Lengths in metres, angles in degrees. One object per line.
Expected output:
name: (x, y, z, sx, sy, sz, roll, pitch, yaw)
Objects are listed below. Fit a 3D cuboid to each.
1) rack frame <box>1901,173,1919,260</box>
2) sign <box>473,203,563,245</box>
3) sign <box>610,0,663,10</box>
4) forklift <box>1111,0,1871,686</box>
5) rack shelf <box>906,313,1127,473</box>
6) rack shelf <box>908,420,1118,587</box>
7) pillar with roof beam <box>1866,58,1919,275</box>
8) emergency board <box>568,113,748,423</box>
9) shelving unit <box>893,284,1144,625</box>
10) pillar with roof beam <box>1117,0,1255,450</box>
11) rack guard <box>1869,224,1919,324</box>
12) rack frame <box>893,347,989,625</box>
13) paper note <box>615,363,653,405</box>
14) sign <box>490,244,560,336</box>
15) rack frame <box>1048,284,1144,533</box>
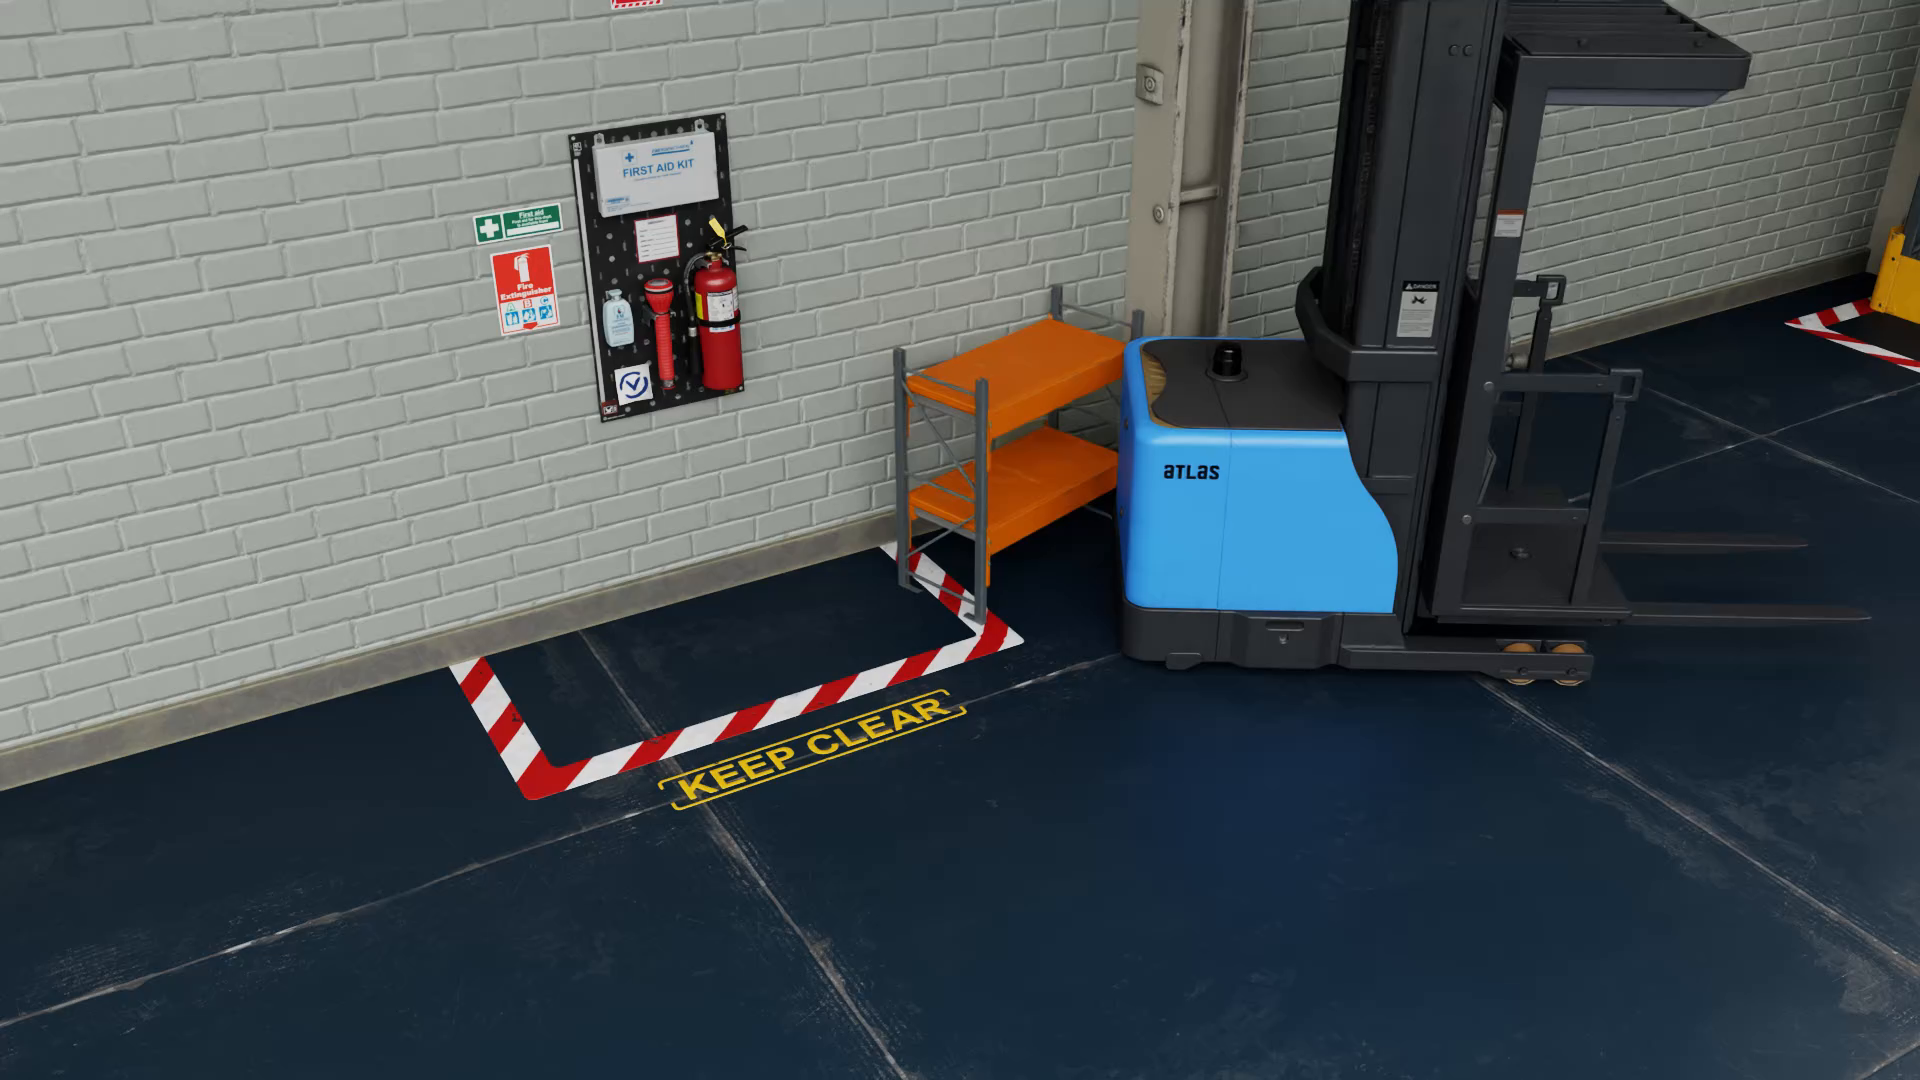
rack frame: (6.033, -2.553, 9.272, 0.127, 3.000, 1.000, -16, 33, -26)
sign: (-1.645, -1.180, 6.198, 0.331, 0.109, 0.001, -16, 33, -26)
sign: (-1.182, -2.082, 6.018, 0.199, 0.298, 0.001, -16, 33, -26)
forklift: (2.183, -0.960, 6.456, 3.031, 2.935, 1.130, 1, 29, 2)
rack shelf: (0.263, -0.653, 7.164, 0.538, 0.278, 1.000, 24, 37, 36)
rack shelf: (0.263, -0.183, 7.423, 0.538, 0.278, 1.000, 24, 37, 36)
pillar with roof beam: (8.380, -3.918, 5.536, 0.400, 9.000, 9.100, -16, 33, -26)
emergency board: (-1.124, -1.027, 6.507, 0.643, 1.169, 0.194, -16, 33, -26)
shelving unit: (0.263, -0.397, 7.305, 0.538, 1.125, 1.048, 24, 37, 36)
pillar with roof beam: (3.207, -2.449, 2.875, 0.400, 9.000, 9.100, -16, 33, -26)
rack guard: (6.099, -1.477, 9.910, 0.348, 0.500, 1.175, -16, 33, -26)
rack frame: (-0.081, -0.216, 6.978, 0.500, 1.125, 0.032, 24, 37, 36)
paper note: (-1.312, -0.627, 6.693, 0.142, 0.148, 0.016, -16, 33, -26)
sign: (-1.653, -0.950, 6.331, 0.234, 0.329, 0.001, -16, 33, -26)
rack frame: (0.607, -0.578, 7.633, 0.500, 1.125, 0.032, 24, 37, 36)
